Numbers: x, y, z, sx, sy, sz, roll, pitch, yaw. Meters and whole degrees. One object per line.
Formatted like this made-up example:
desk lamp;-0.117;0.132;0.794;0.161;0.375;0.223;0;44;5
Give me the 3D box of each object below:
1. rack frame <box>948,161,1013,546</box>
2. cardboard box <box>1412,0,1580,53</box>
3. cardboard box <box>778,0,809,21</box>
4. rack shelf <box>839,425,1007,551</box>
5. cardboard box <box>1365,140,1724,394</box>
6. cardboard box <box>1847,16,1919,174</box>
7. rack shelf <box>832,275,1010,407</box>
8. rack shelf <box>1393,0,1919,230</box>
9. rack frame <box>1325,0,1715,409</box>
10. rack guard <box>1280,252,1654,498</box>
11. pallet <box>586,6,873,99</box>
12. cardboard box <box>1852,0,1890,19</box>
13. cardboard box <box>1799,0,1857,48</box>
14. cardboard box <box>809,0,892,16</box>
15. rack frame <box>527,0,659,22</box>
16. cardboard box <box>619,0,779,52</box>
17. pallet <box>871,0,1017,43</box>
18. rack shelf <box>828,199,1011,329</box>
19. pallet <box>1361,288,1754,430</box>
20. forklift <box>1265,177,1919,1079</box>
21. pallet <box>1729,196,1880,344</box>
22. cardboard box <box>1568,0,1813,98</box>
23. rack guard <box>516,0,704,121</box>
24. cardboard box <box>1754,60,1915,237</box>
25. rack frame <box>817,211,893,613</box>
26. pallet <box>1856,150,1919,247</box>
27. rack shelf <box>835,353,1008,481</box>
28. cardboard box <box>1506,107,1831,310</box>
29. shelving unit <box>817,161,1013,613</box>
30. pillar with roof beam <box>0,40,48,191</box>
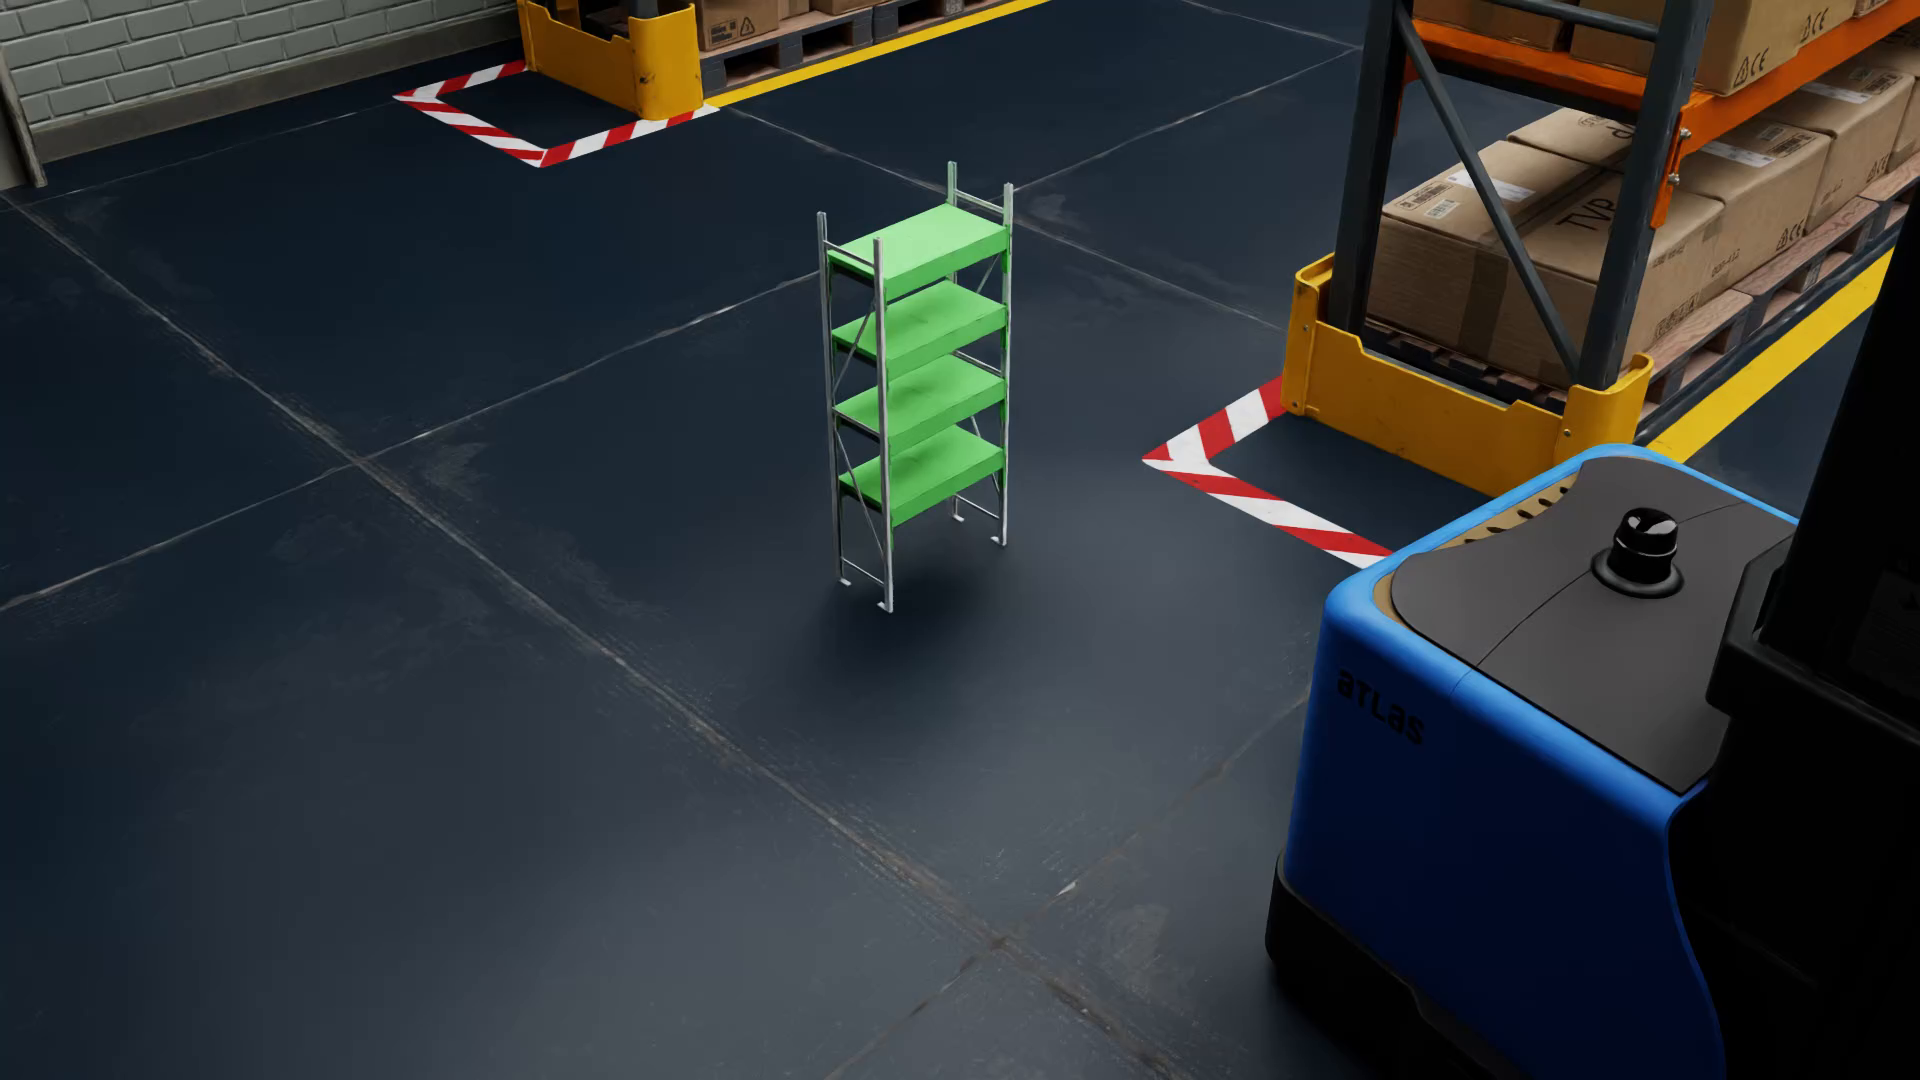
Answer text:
rack frame;0.055;-0.524;4.952;0.240;1.200;0.015;30;45;35
cardboard box;1.821;-1.904;5.270;0.500;0.500;0.500;-30;45;-35
cardboard box;-1.031;-2.929;8.953;0.380;0.149;0.250;28;43;34
rack shelf;-0.117;-0.176;4.984;0.258;0.148;0.480;30;45;35
cardboard box;2.063;-0.990;5.920;0.875;0.438;0.875;28;44;34
cardboard box;3.969;-2.094;7.503;0.875;0.438;0.875;29;44;35
rack shelf;-0.117;-0.569;4.710;0.258;0.148;0.480;30;45;35
rack shelf;3.078;-2.077;6.235;1.077;0.370;4.000;30;45;35
rack frame;1.669;-1.560;4.865;1.000;3.000;0.127;30;45;35
rack guard;1.652;-0.525;5.566;1.175;0.500;0.348;30;45;35
pallet;-1.242;-2.770;9.038;1.003;0.211;1.213;30;45;35
cardboard box;2.919;-2.096;5.546;0.500;0.500;0.500;29;44;35
cardboard box;2.547;-1.897;5.260;0.500;0.500;0.500;29;44;35
cardboard box;-0.728;-3.248;9.102;0.500;0.500;0.700;-28;44;-34
rack frame;-1.856;-3.559;7.731;1.000;3.000;0.127;30;45;35
cardboard box;-1.358;-2.918;8.626;0.797;0.503;0.637;28;43;34
pallet;-0.382;-3.263;9.744;1.003;0.211;1.213;30;45;35
rack shelf;-0.117;-0.766;4.572;0.258;0.148;0.480;30;45;35
pallet;2.177;-0.772;6.173;1.003;0.211;1.213;30;45;35
forklift;1.995;0.274;2.295;1.130;2.935;3.031;-24;41;-30
pallet;3.036;-1.265;6.880;1.003;0.211;1.213;30;45;35
cardboard box;2.211;-1.680;4.950;0.500;0.500;0.500;29;44;35
rack guard;-1.803;-2.565;8.490;1.175;0.500;0.348;30;45;35
cardboard box;3.338;-1.730;6.981;0.875;0.438;0.875;28;44;34
rack frame;-0.289;-0.326;4.668;0.240;1.200;0.015;30;45;35
pallet;3.896;-1.763;7.593;1.003;0.211;1.213;30;45;35
rack shelf;-0.117;-0.373;4.847;0.258;0.148;0.480;30;45;35
cardboard box;2.702;-1.365;6.457;0.875;0.438;0.875;-29;44;-34
shelving unit;-0.117;-0.425;4.810;0.258;1.200;0.503;30;45;35
pillar with roof beam;-1.341;-3.554;2.479;9.100;9.000;0.400;30;45;35
